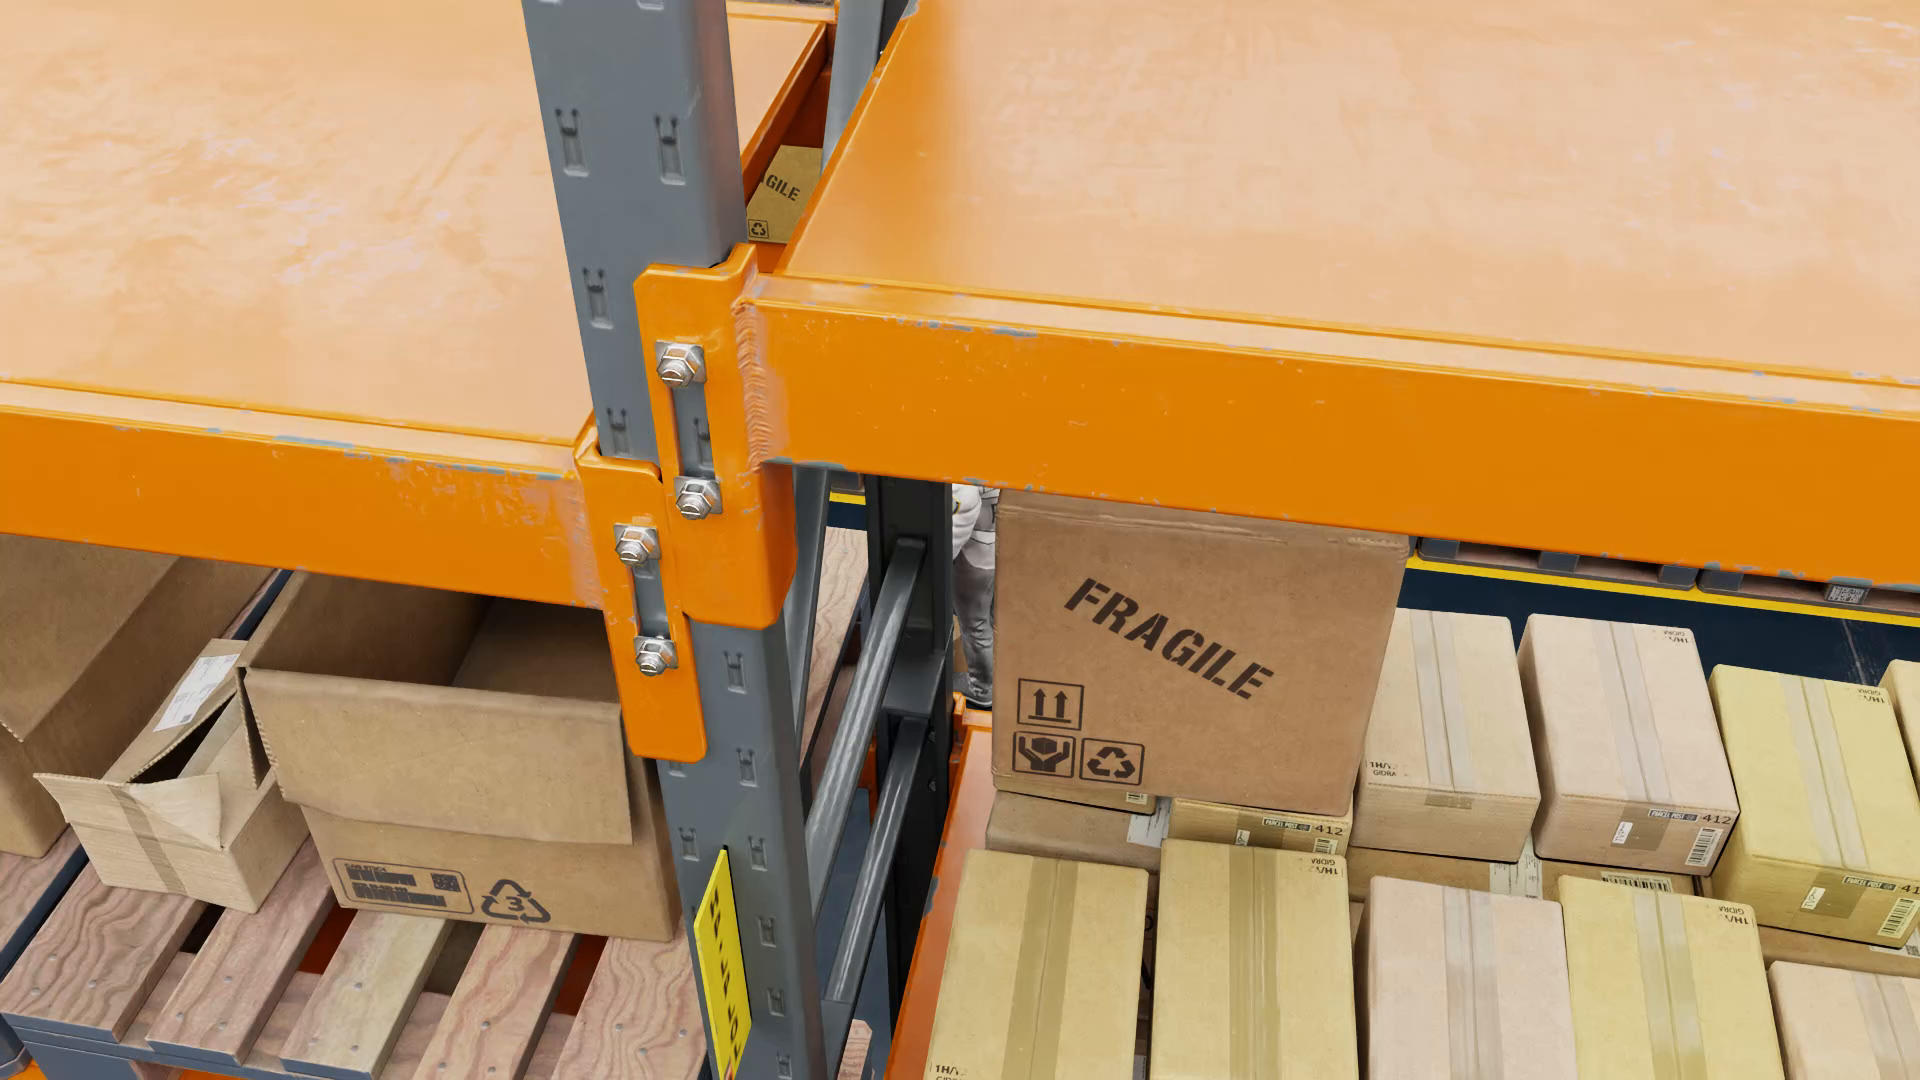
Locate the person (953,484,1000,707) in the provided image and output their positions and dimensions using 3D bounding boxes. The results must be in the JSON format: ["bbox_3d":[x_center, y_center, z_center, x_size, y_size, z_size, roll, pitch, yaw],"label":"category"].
[{"bbox_3d":[0.050,-0.018,6.367,0.532,1.694,0.586,31,50,31],"label":"person"}]
